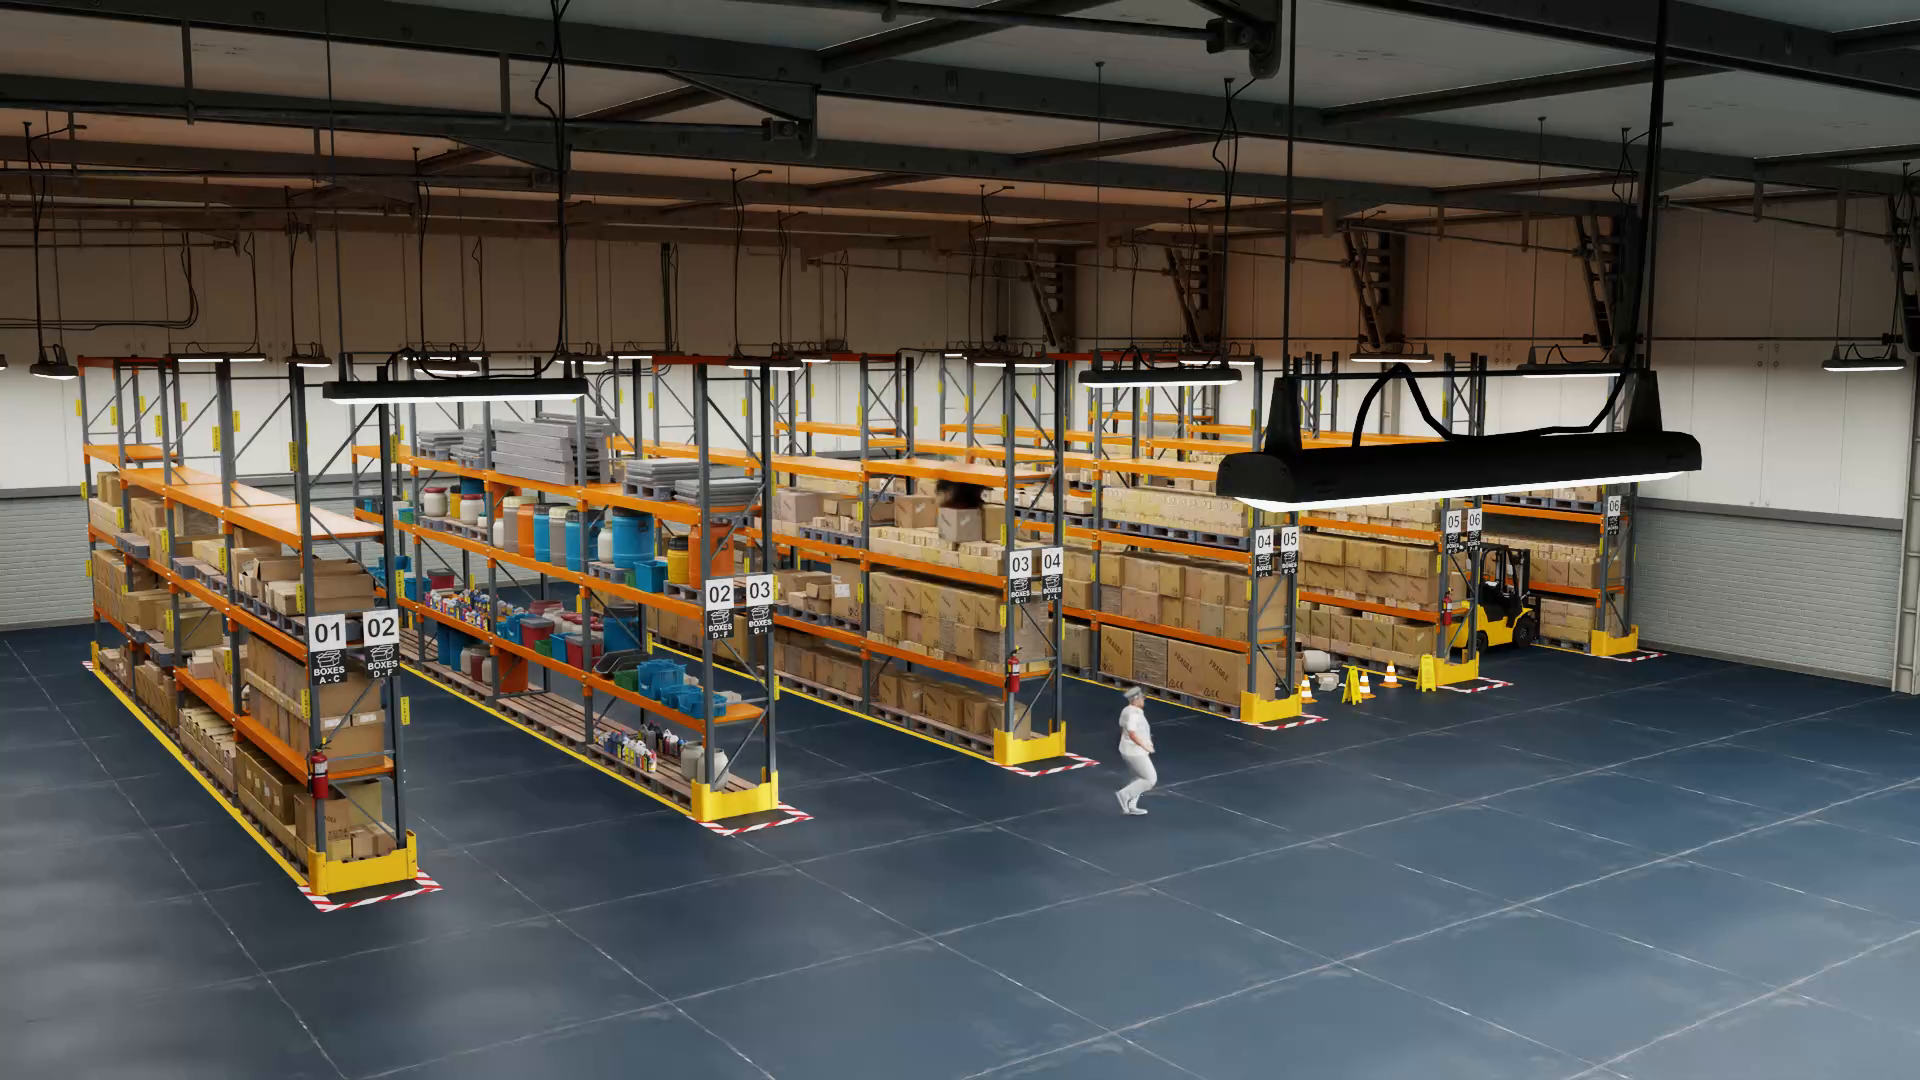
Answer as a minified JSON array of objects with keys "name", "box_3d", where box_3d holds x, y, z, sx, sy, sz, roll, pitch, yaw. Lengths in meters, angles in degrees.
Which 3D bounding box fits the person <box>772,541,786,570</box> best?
[{"name":"person","box_3d":[-4.515,0.378,41.645,0.883,1.812,0.694,-6,9,-42]}]

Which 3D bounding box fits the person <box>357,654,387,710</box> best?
[{"name":"person","box_3d":[-9.346,2.354,26.419,0.550,1.560,0.577,-6,9,-40]}]

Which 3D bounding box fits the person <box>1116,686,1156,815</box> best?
[{"name":"person","box_3d":[2.328,2.797,22.068,0.596,1.736,0.641,-1,7,-12]}]
